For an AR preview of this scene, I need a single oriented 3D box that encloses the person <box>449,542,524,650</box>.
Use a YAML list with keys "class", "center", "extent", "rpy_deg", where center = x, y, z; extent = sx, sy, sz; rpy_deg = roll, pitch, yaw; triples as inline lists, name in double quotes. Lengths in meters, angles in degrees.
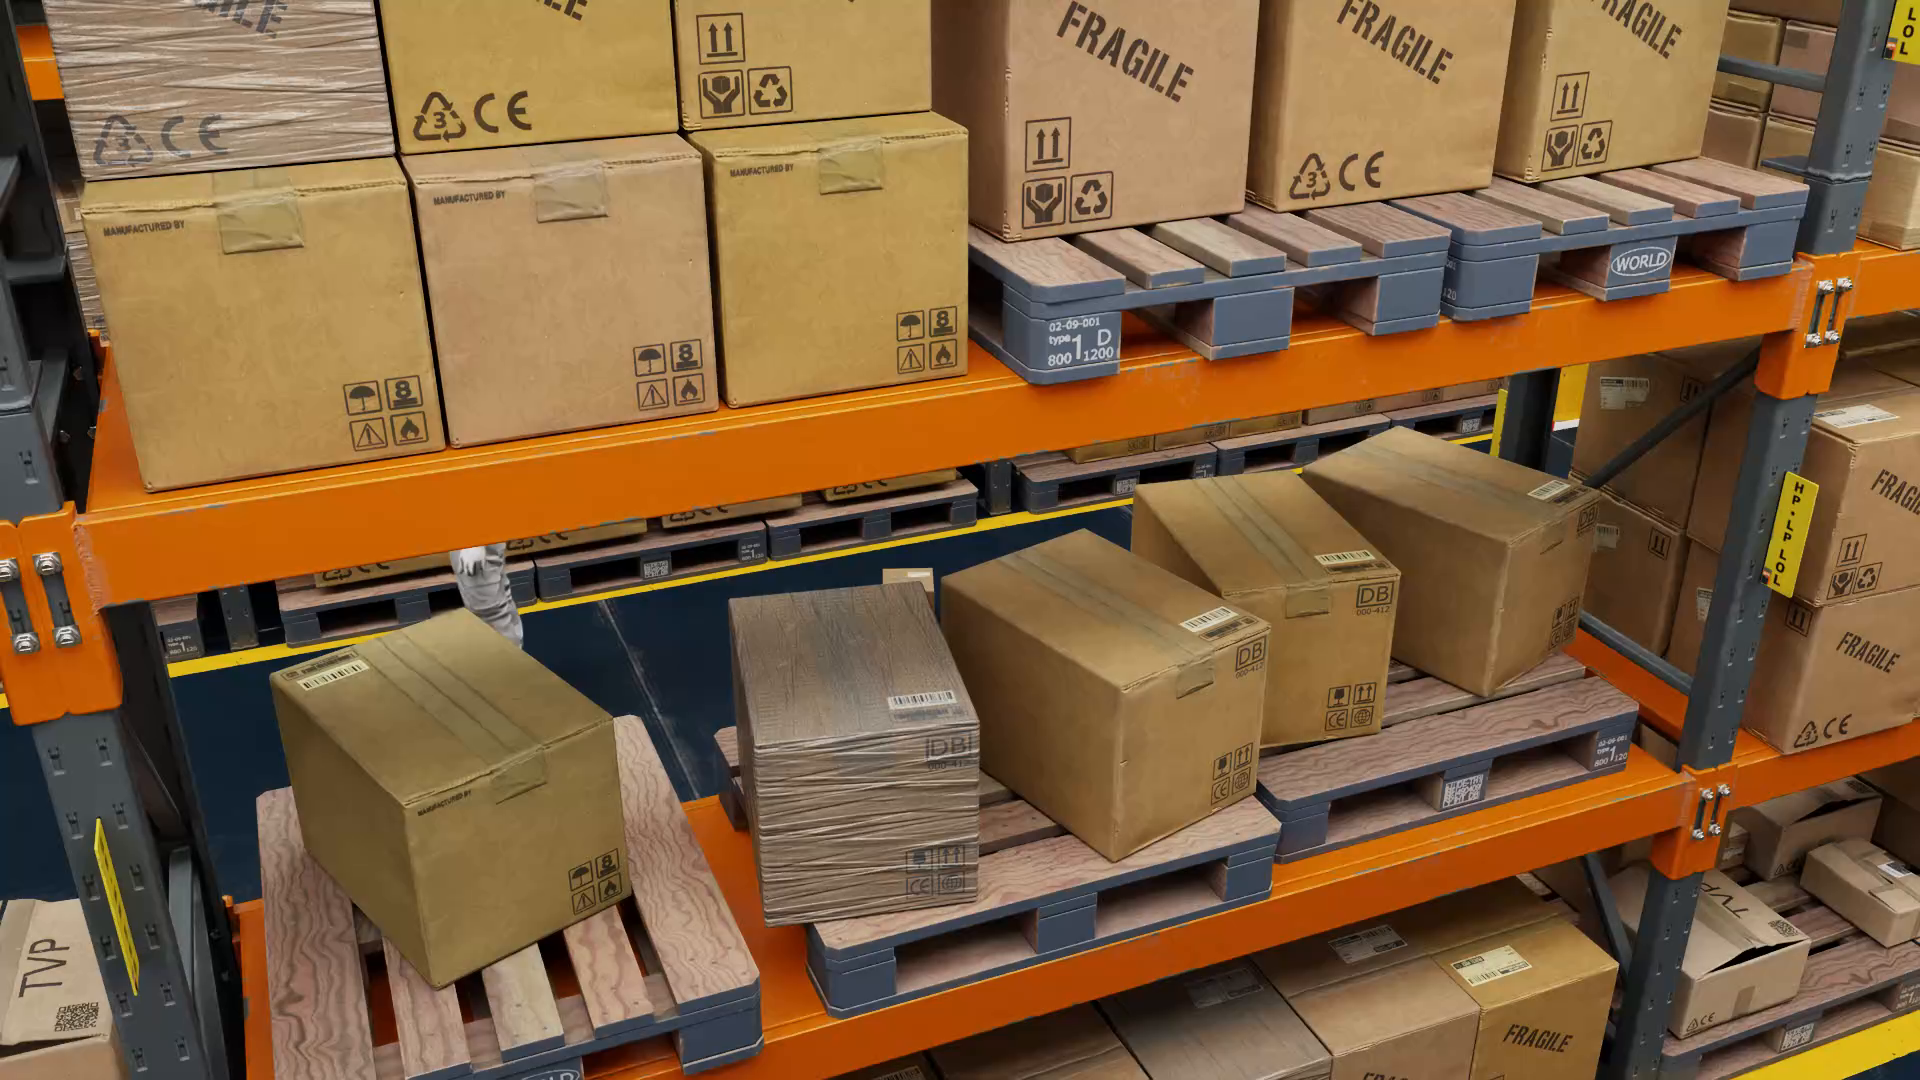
- class: "person"
  center: [-2.107, -0.053, 7.186]
  extent: [0.355, 1.795, 0.545]
  rpy_deg: [-5, 26, -10]
